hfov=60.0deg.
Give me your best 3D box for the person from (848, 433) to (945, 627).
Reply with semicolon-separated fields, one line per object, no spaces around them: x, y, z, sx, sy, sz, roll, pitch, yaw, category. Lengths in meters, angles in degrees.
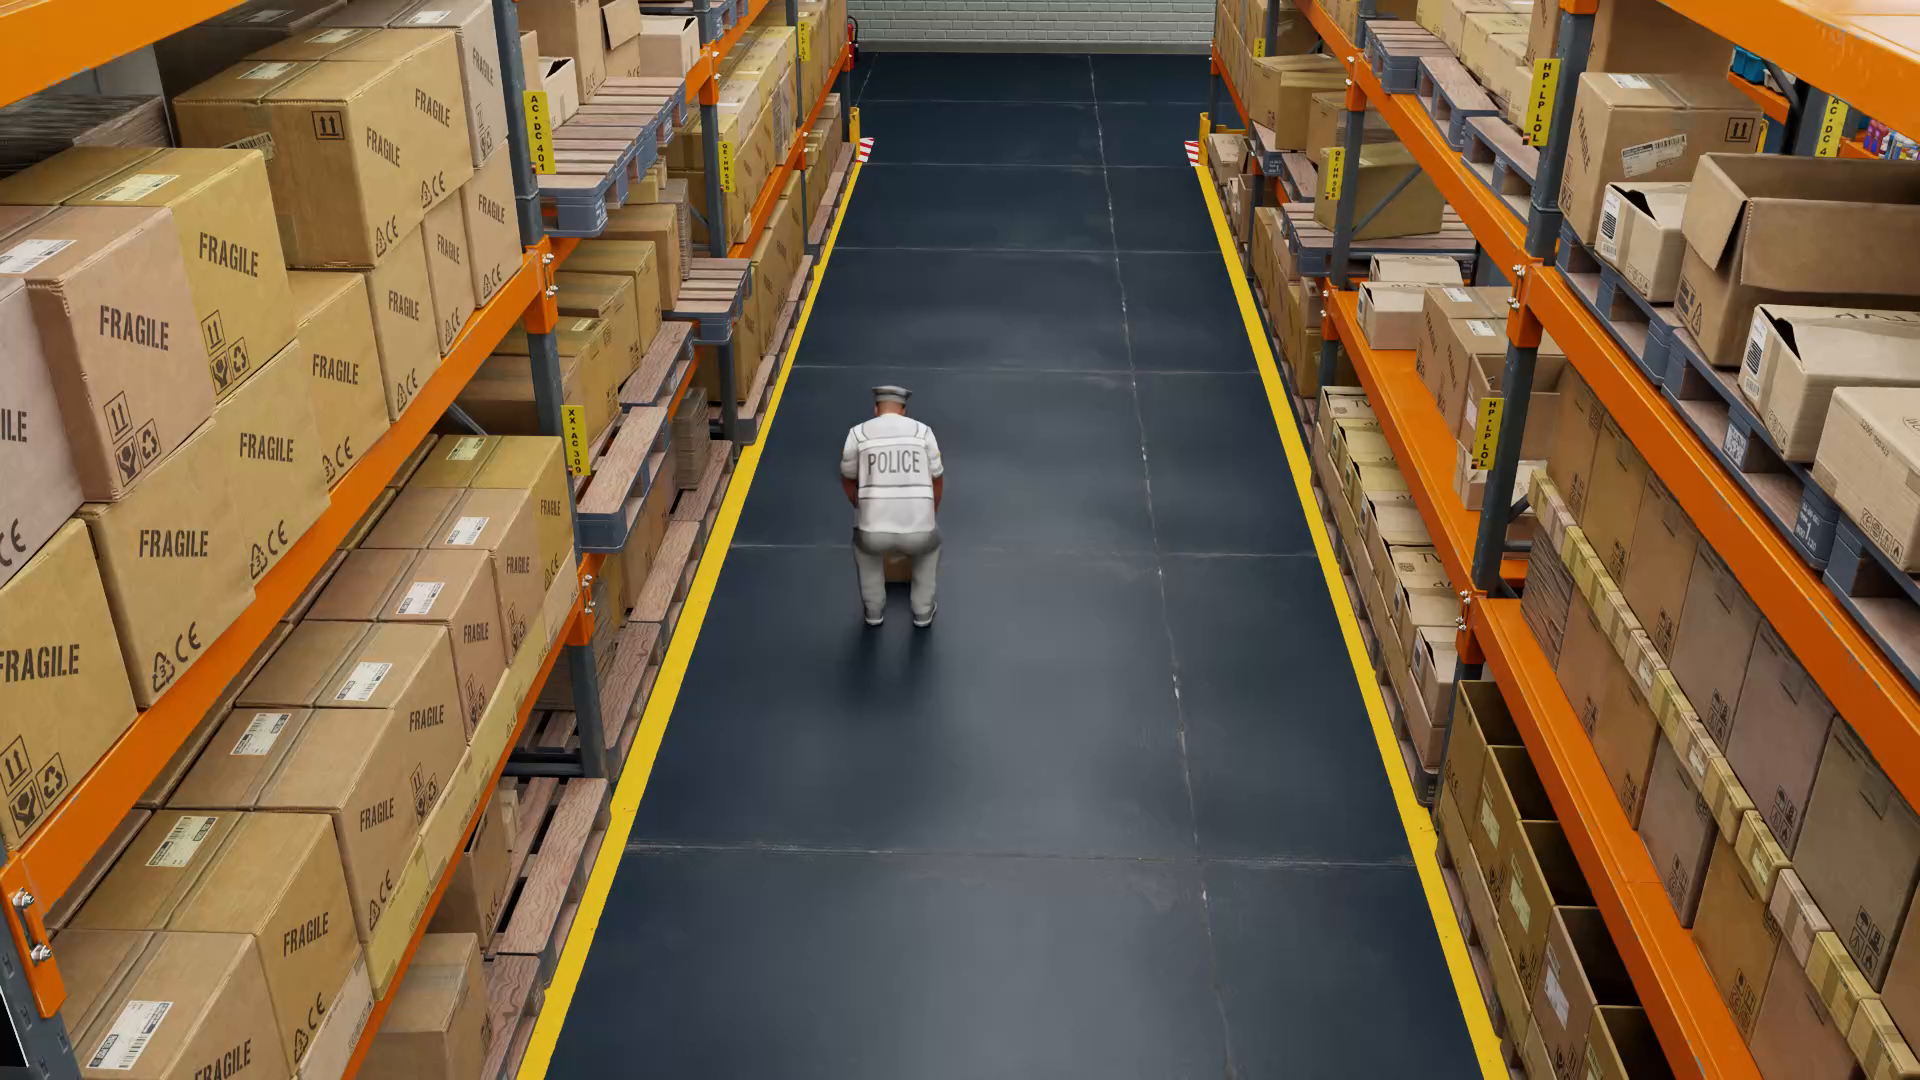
-0.372;-0.057;9.583;0.563;0.957;0.953;1;28;2;person
